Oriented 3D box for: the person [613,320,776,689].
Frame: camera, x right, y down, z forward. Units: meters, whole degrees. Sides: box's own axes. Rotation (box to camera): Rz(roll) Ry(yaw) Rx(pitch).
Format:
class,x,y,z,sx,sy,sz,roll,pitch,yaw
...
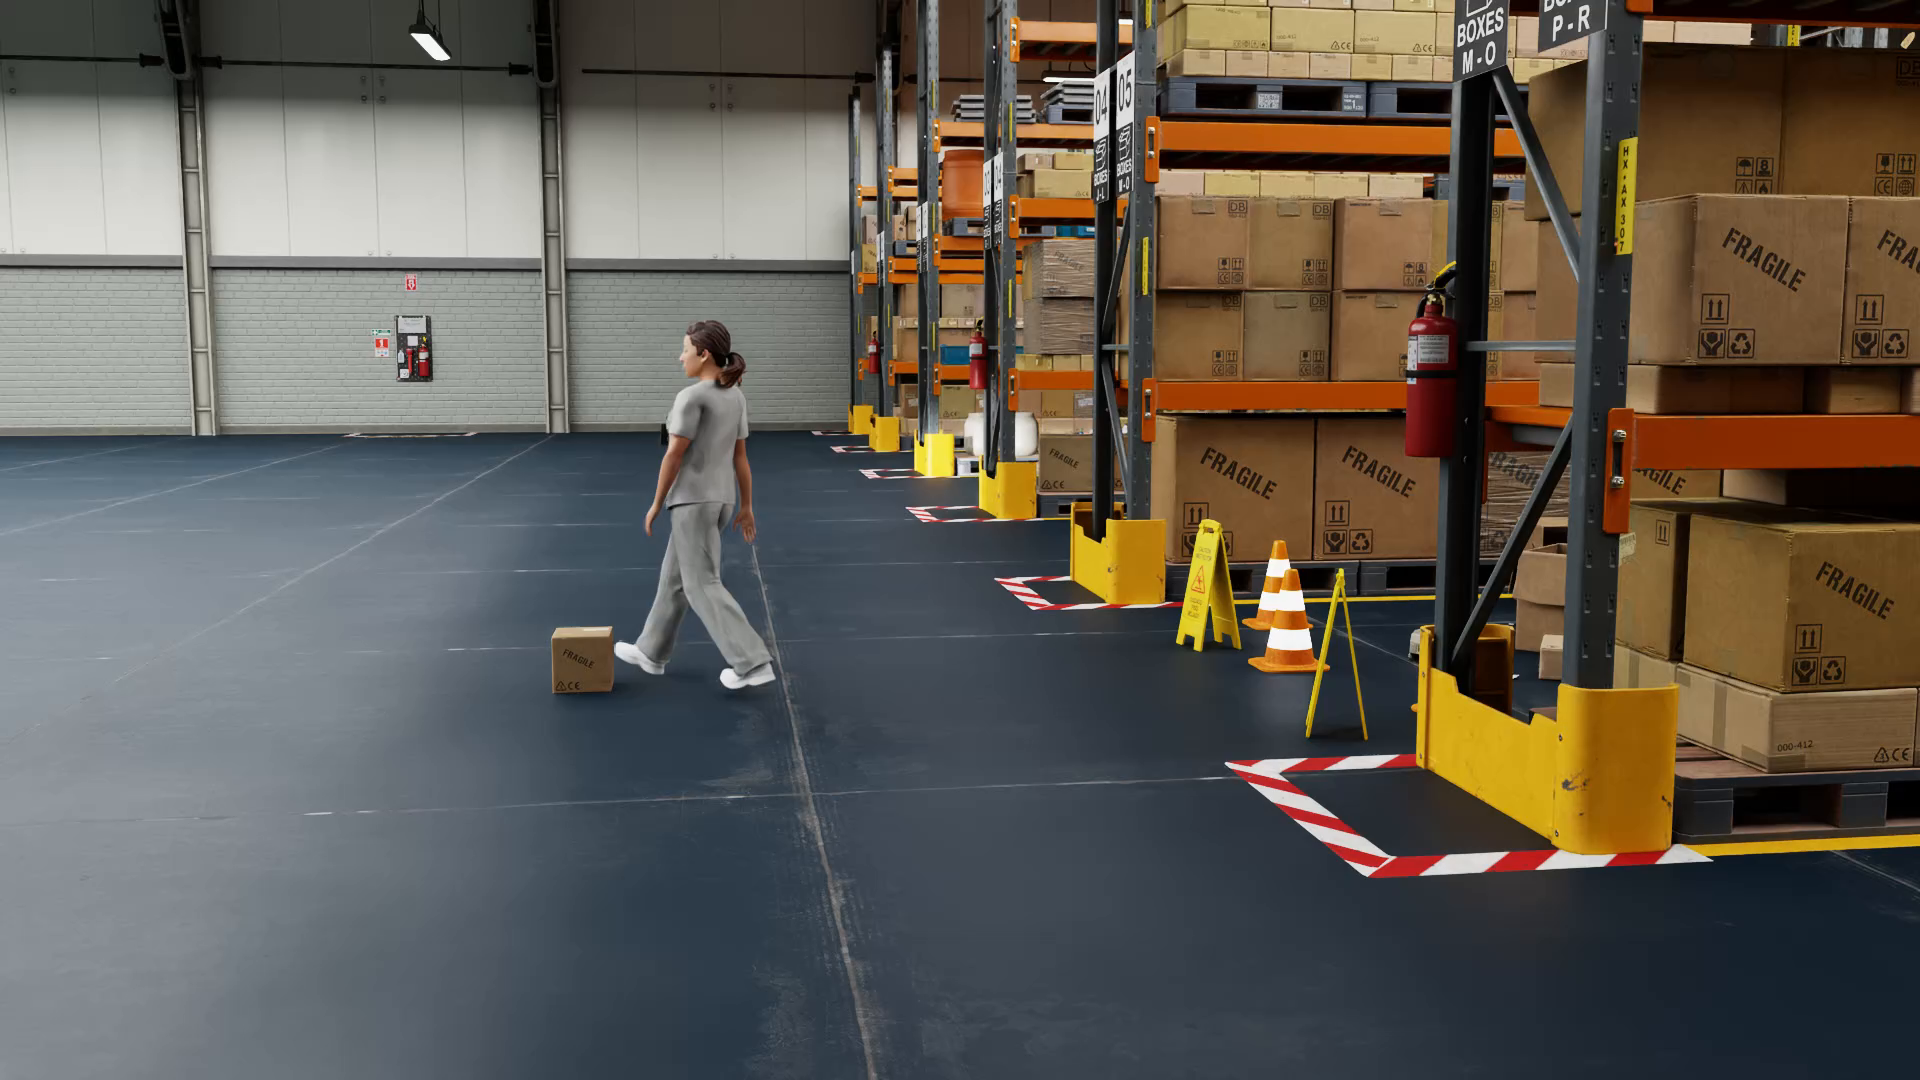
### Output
class,x,y,z,sx,sy,sz,roll,pitch,yaw
person,-1.205,-0.159,7.356,1.032,1.613,0.462,3,7,25
